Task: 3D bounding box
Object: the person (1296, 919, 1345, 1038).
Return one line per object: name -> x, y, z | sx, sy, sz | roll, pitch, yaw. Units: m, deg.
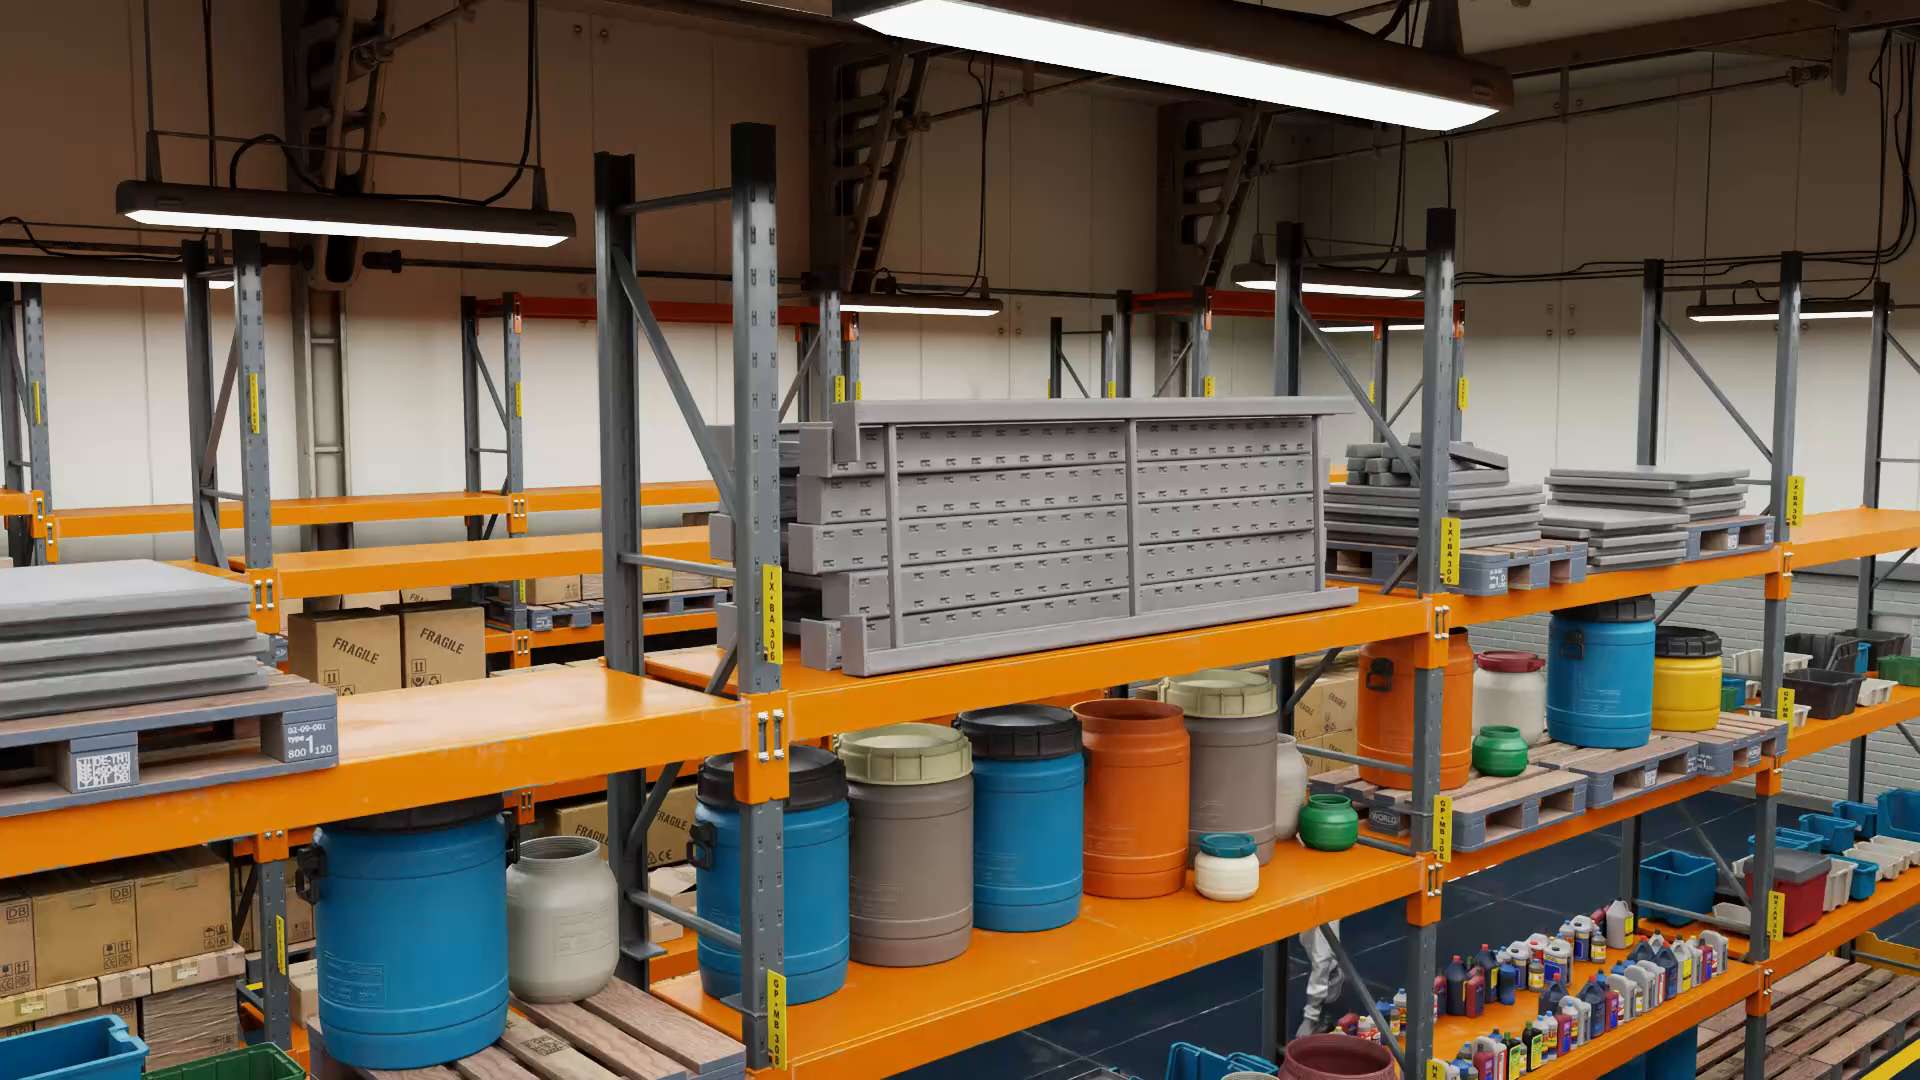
person -> 2.885, 2.987, 13.351 | 0.655, 1.791, 0.990 | 4, 7, 38
